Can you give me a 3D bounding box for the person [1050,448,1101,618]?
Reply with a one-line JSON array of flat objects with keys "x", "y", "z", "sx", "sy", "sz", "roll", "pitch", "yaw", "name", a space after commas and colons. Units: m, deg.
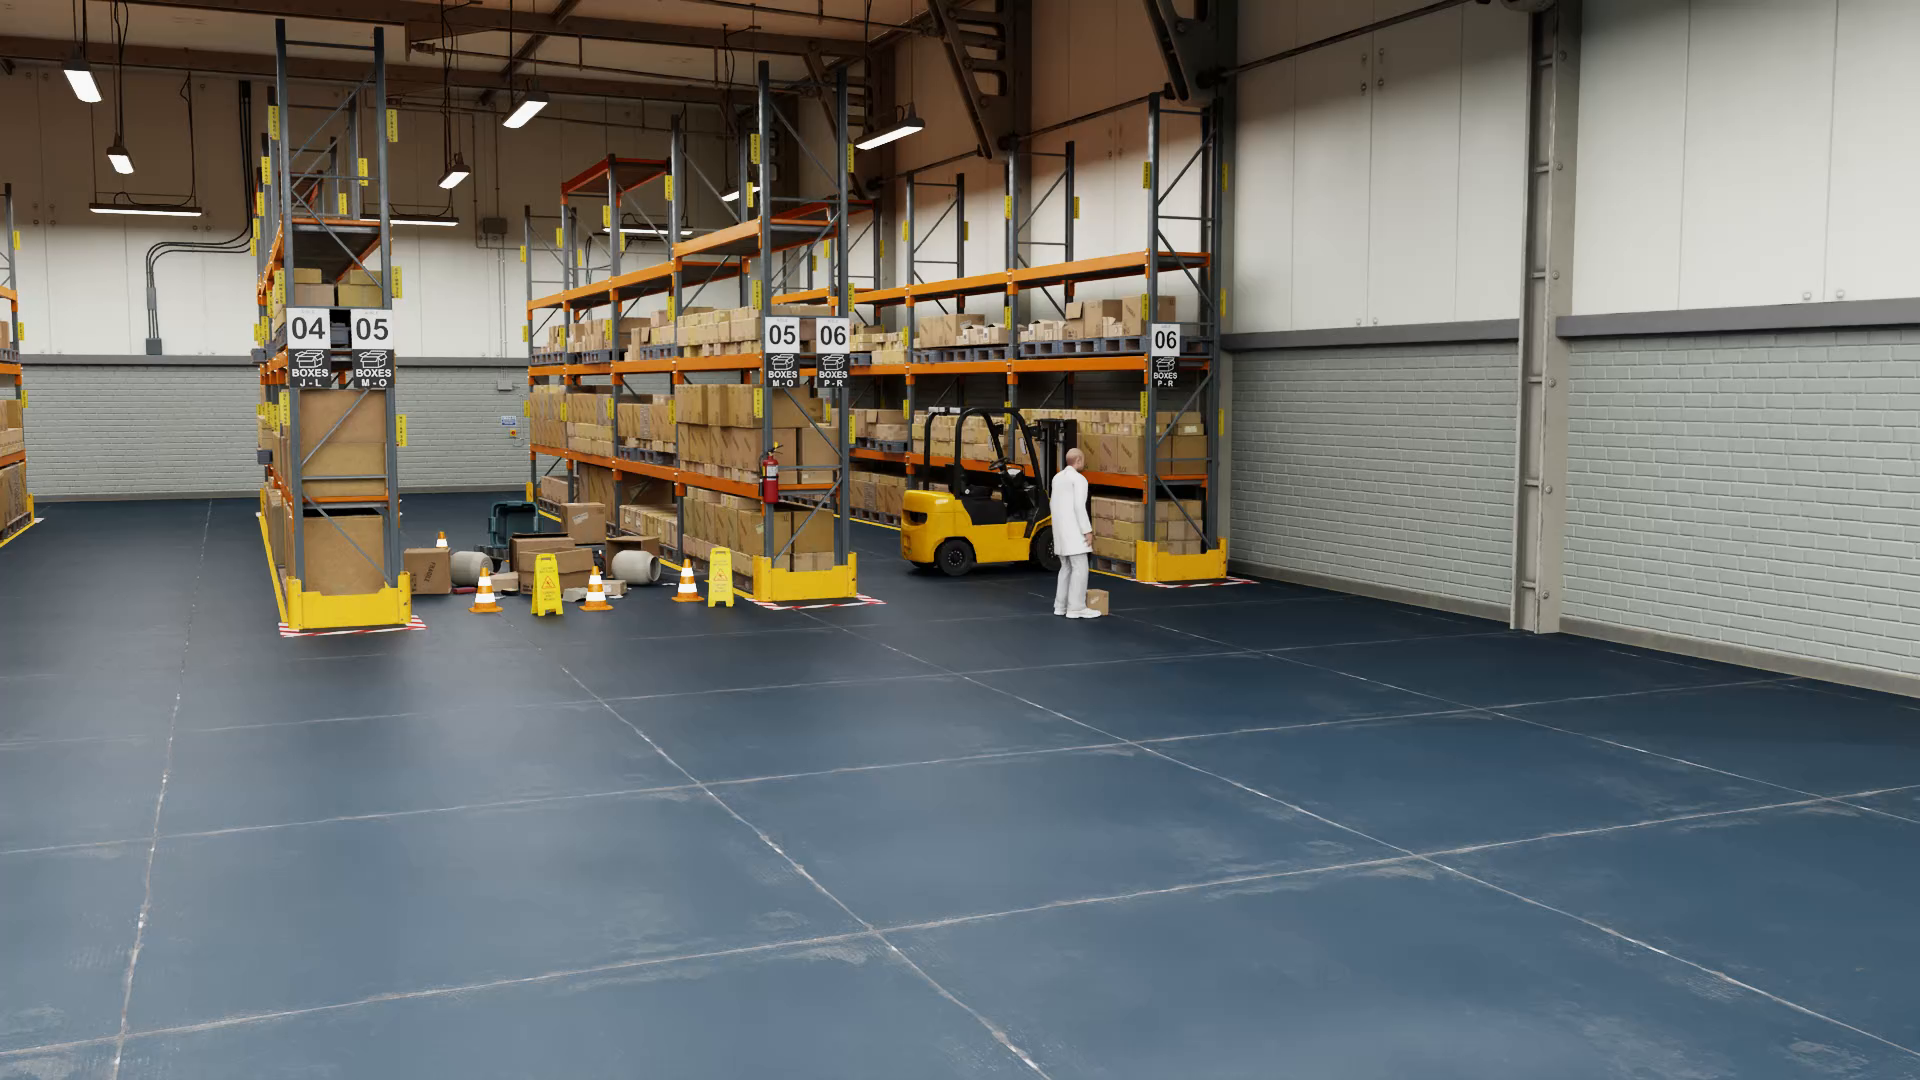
[{"x": 1.186, "y": -0.083, "z": 17.597, "sx": 0.423, "sy": 1.774, "sz": 0.653, "roll": -3, "pitch": 6, "yaw": -27, "name": "person"}]
